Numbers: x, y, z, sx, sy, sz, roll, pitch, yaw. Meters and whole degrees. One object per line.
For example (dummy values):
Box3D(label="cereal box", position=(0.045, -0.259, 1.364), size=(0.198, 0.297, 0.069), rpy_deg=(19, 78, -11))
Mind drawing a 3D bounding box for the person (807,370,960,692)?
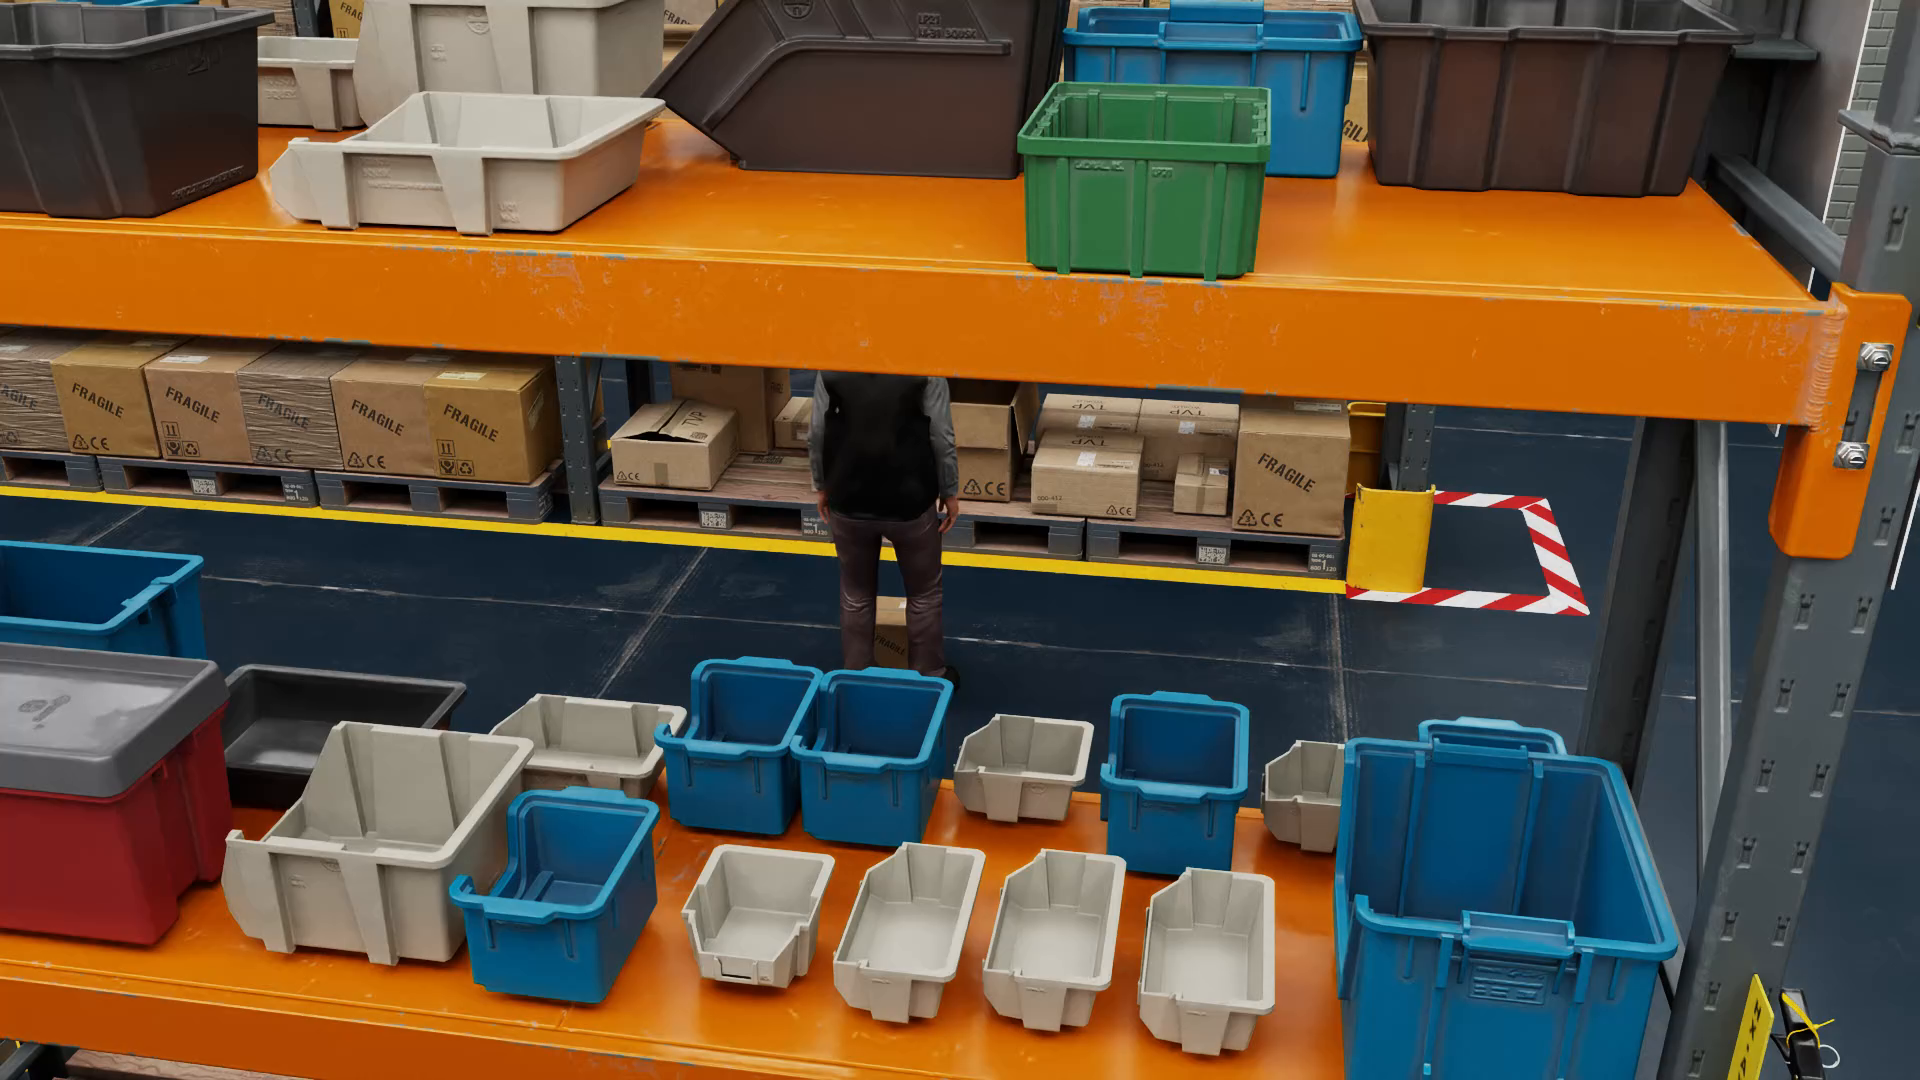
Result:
Box3D(label="person", position=(-0.294, -0.143, 6.445), size=(0.580, 1.721, 0.414), rpy_deg=(4, 25, 8))
